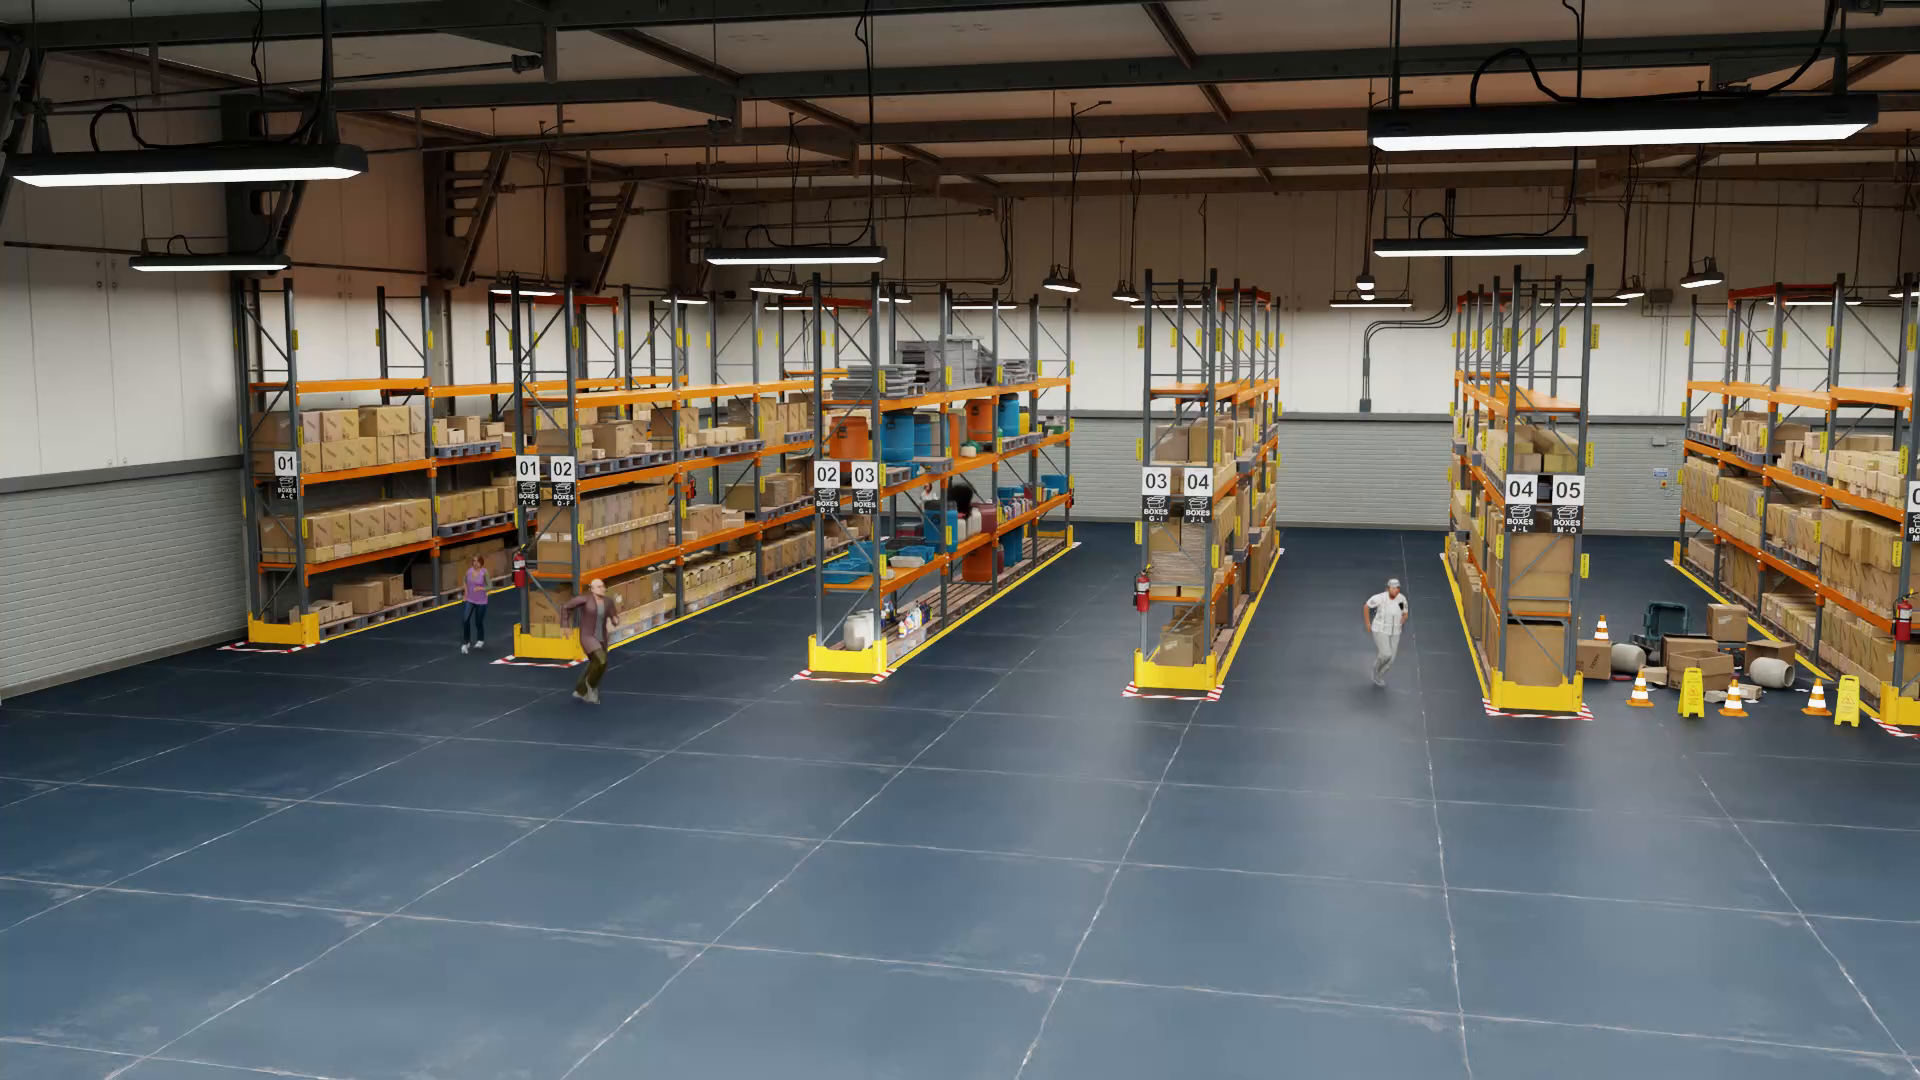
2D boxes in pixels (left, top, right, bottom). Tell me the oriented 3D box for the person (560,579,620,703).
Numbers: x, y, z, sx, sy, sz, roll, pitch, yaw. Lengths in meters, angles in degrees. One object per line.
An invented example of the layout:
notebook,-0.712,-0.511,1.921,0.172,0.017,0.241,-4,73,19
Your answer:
person,-5.028,1.390,22.835,0.830,1.735,0.753,6,9,41

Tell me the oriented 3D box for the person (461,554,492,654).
person,-7.781,1.030,26.773,0.540,1.619,0.698,0,7,0

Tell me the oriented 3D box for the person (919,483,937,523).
person,-0.754,-0.600,39.914,0.529,1.598,0.882,1,7,8

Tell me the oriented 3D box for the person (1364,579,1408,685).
person,6.153,1.332,23.909,0.564,1.588,0.705,-2,7,-14
